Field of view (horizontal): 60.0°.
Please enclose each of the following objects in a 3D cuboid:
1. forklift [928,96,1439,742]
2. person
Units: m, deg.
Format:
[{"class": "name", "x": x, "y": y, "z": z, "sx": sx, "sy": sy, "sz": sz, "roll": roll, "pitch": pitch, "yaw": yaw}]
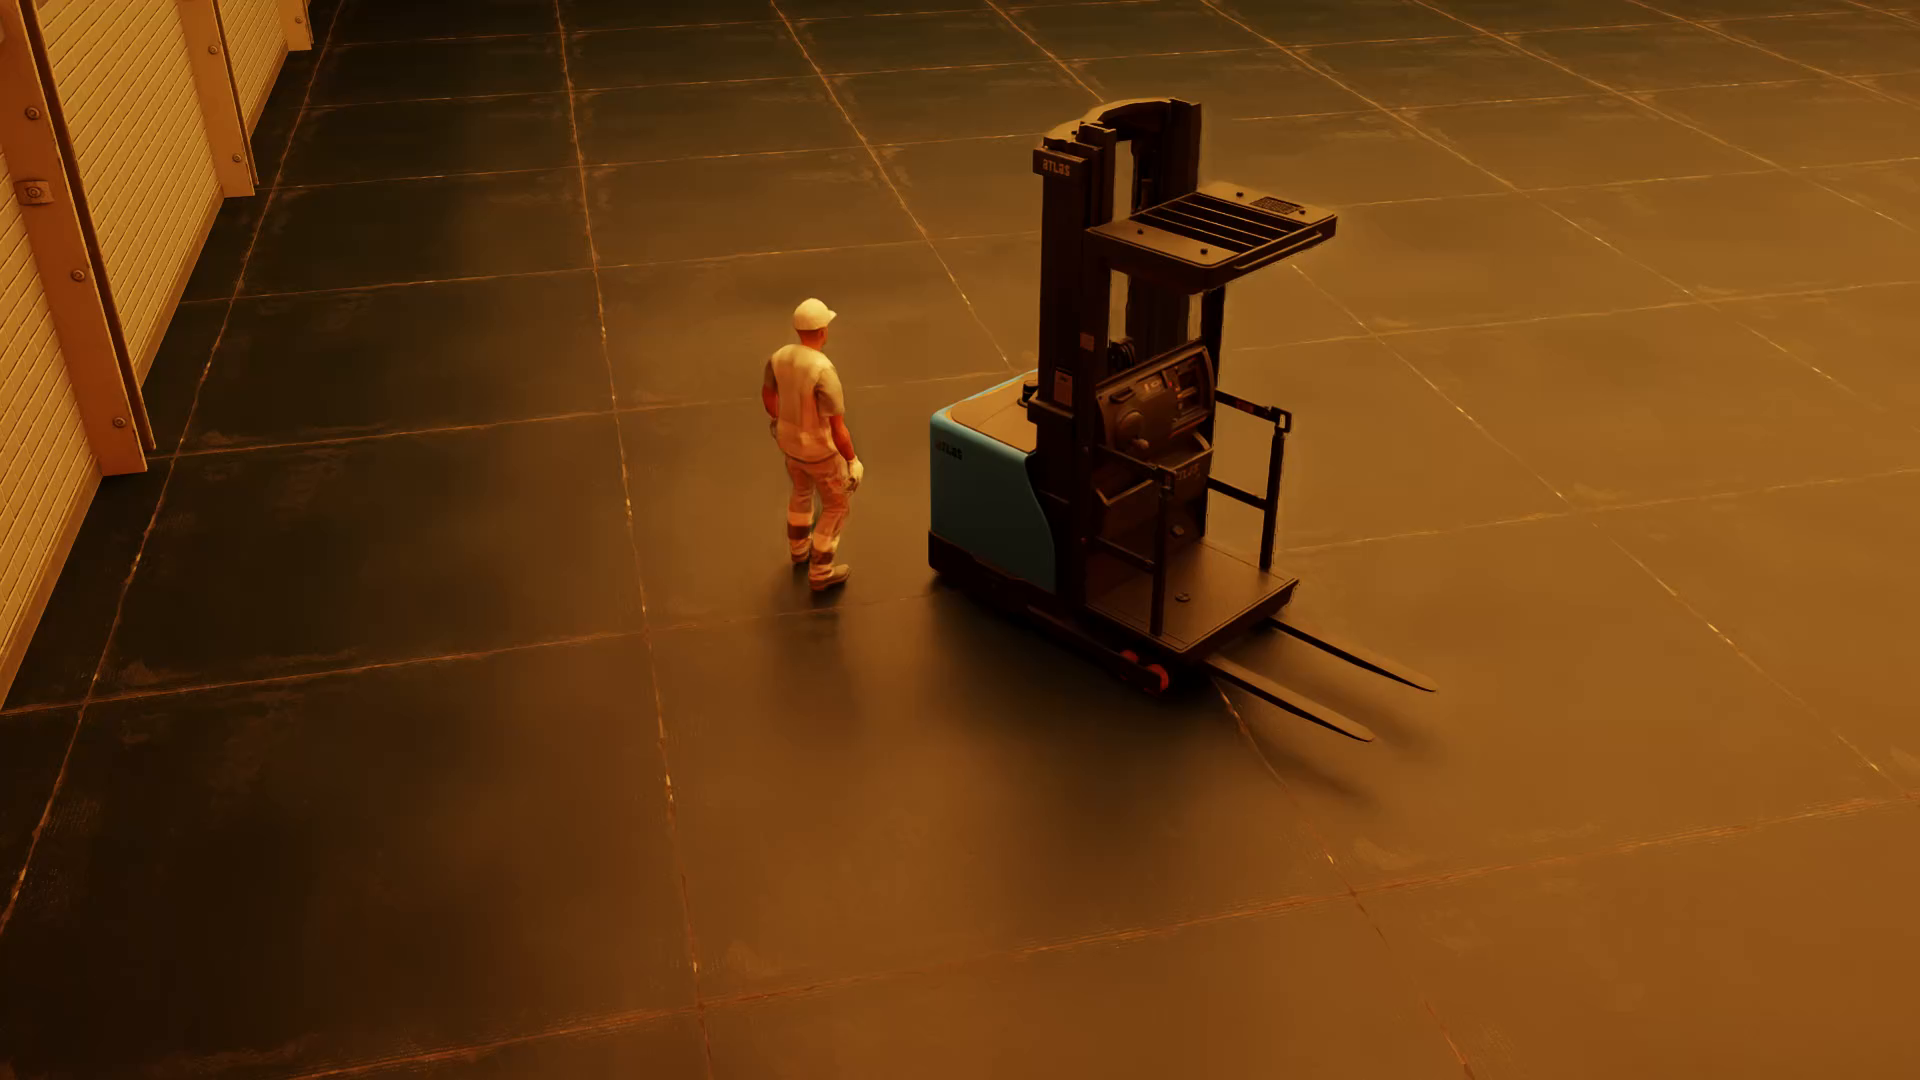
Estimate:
[{"class": "forklift", "x": 1.208, "y": -0.721, "z": 8.819, "sx": 3.031, "sy": 2.935, "sz": 1.130, "roll": 26, "pitch": 39, "yaw": 38}, {"class": "person", "x": -0.823, "y": -0.570, "z": 9.653, "sx": 0.793, "sy": 1.759, "sz": 0.472, "roll": 24, "pitch": 38, "yaw": 35}]
